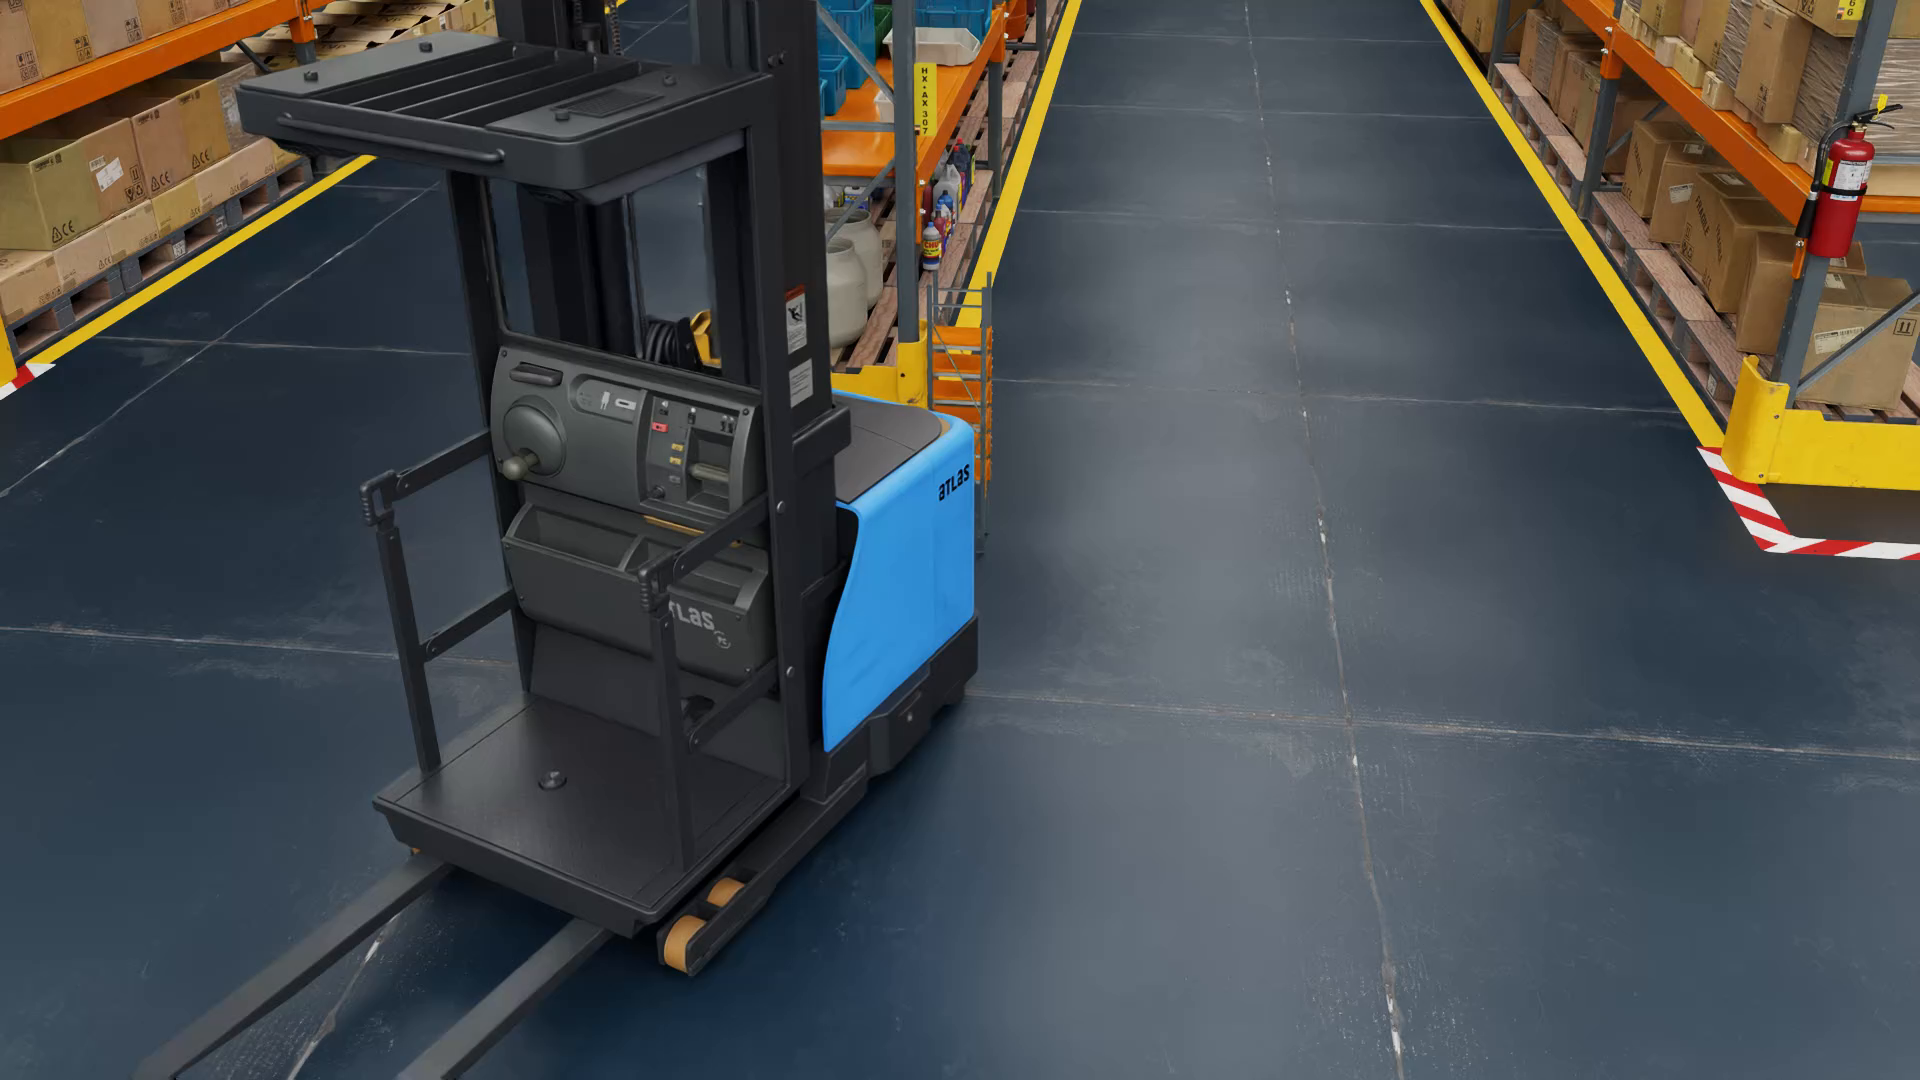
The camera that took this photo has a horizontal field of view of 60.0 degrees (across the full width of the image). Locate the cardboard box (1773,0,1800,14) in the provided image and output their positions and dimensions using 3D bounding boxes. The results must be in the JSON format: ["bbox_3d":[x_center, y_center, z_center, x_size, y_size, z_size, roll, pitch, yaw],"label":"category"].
[{"bbox_3d":[4.093,-2.725,7.672,0.500,0.500,0.500,3,28,6],"label":"cardboard box"}]

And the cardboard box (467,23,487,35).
[{"bbox_3d":[-4.518,-4.414,14.737,0.500,0.250,0.500,3,28,6],"label":"cardboard box"}]

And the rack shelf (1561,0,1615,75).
[{"bbox_3d":[4.950,-4.109,12.472,1.077,0.370,4.000,3,28,6],"label":"rack shelf"}]

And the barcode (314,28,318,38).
[{"bbox_3d":[-4.681,-3.673,12.065,0.001,0.075,0.075,3,28,6],"label":"barcode"}]

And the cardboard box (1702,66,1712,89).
[{"bbox_3d":[4.224,-2.462,8.923,0.380,0.149,0.250,3,28,6],"label":"cardboard box"}]

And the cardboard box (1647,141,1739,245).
[{"bbox_3d":[4.554,-2.112,10.201,0.500,0.500,0.500,13,31,22],"label":"cardboard box"}]

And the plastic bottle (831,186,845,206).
[{"bbox_3d":[-0.796,-2.154,10.415,0.144,0.351,0.185,3,28,6],"label":"plastic bottle"}]

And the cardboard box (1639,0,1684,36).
[{"bbox_3d":[4.493,-3.217,9.640,0.875,0.500,0.500,3,28,6],"label":"cardboard box"}]

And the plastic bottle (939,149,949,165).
[{"bbox_3d":[-0.146,-2.488,11.034,0.144,0.351,0.185,3,28,6],"label":"plastic bottle"}]

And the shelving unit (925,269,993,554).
[{"bbox_3d":[-0.002,-0.521,6.953,0.258,1.200,0.189,3,28,6],"label":"shelving unit"}]

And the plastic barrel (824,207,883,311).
[{"bbox_3d":[-0.634,-1.529,9.105,0.421,0.512,0.421,0,28,0],"label":"plastic barrel"}]

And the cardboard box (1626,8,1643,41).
[{"bbox_3d":[4.337,-3.173,10.241,0.380,0.149,0.250,3,28,6],"label":"cardboard box"}]

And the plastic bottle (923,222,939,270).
[{"bbox_3d":[-0.169,-1.717,9.687,0.097,0.271,0.097,0,28,0],"label":"plastic bottle"}]

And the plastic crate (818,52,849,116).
[{"bbox_3d":[-0.851,-2.382,8.665,0.499,0.251,0.408,3,28,6],"label":"plastic crate"}]

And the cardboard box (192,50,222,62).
[{"bbox_3d":[-5.493,-3.166,11.629,0.500,0.500,0.500,3,28,6],"label":"cardboard box"}]

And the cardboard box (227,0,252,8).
[{"bbox_3d":[-5.174,-3.896,11.214,0.700,0.500,0.500,3,28,5],"label":"cardboard box"}]

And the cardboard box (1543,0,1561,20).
[{"bbox_3d":[5.143,-4.473,13.771,0.500,0.250,0.500,4,29,8],"label":"cardboard box"}]

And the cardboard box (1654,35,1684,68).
[{"bbox_3d":[4.241,-2.820,9.586,0.380,0.149,0.250,3,28,6],"label":"cardboard box"}]

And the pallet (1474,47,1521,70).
[{"bbox_3d":[5.367,-4.506,15.391,1.003,0.211,1.213,3,28,6],"label":"pallet"}]

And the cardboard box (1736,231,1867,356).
[{"bbox_3d":[4.348,-1.262,8.622,0.500,0.500,0.500,11,30,19],"label":"cardboard box"}]

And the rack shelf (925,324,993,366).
[{"bbox_3d":[-0.002,-0.799,6.803,0.258,0.103,0.180,3,28,6],"label":"rack shelf"}]

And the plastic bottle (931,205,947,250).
[{"bbox_3d":[-0.127,-1.878,9.986,0.097,0.271,0.097,0,28,0],"label":"plastic bottle"}]

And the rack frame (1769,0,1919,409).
[{"bbox_3d":[4.215,-1.601,7.059,1.000,3.000,0.127,3,28,6],"label":"rack frame"}]

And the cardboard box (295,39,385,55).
[{"bbox_3d":[-4.761,-3.698,12.816,0.500,0.311,0.500,3,28,6],"label":"cardboard box"}]

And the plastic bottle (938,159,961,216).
[{"bbox_3d":[-0.066,-2.237,10.568,0.144,0.351,0.185,3,28,6],"label":"plastic bottle"}]

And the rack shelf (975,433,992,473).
[{"bbox_3d":[-0.002,-0.377,7.031,0.258,0.103,0.180,3,28,6],"label":"rack shelf"}]

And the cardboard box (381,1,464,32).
[{"bbox_3d":[-4.577,-4.422,14.161,0.500,0.311,0.500,3,28,6],"label":"cardboard box"}]

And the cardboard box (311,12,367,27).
[{"bbox_3d":[-5.175,-4.206,13.760,0.500,0.311,0.500,3,28,6],"label":"cardboard box"}]

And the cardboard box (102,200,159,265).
[{"bbox_3d":[-5.210,-1.863,10.002,0.500,0.250,0.500,3,28,6],"label":"cardboard box"}]

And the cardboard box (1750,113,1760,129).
[{"bbox_3d":[4.174,-2.107,8.263,0.380,0.149,0.250,3,28,6],"label":"cardboard box"}]

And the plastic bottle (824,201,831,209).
[{"bbox_3d":[-0.852,-1.890,10.004,0.152,0.276,0.135,4,29,7],"label":"plastic bottle"}]

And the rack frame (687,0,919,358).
[{"bbox_3d":[-0.700,-1.889,7.593,1.000,3.000,0.127,3,28,6],"label":"rack frame"}]

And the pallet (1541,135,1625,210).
[{"bbox_3d":[4.799,-2.623,11.896,1.003,0.211,1.213,3,28,6],"label":"pallet"}]

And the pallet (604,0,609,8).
[{"bbox_3d":[-4.355,-5.638,17.493,1.003,0.211,1.213,3,28,6],"label":"pallet"}]

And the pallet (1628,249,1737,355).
[{"bbox_3d":[4.511,-1.362,9.556,1.003,0.211,1.213,3,28,6],"label":"pallet"}]

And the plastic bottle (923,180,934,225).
[{"bbox_3d":[-0.196,-2.137,10.454,0.061,0.283,0.133,3,28,6],"label":"plastic bottle"}]

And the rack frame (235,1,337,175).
[{"bbox_3d":[-5.126,-4.061,11.626,1.000,3.000,0.127,3,28,6],"label":"rack frame"}]

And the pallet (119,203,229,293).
[{"bbox_3d":[-5.412,-1.886,10.528,1.003,0.211,1.213,3,28,6],"label":"pallet"}]

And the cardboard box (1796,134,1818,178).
[{"bbox_3d":[4.077,-1.754,7.608,0.380,0.149,0.250,3,28,6],"label":"cardboard box"}]

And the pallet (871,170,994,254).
[{"bbox_3d":[-0.334,-2.230,11.167,1.003,0.211,1.213,3,28,6],"label":"pallet"}]

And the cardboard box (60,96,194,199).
[{"bbox_3d":[-5.143,-2.428,10.260,0.500,0.500,0.500,3,28,6],"label":"cardboard box"}]

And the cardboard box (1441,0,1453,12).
[{"bbox_3d":[5.518,-5.776,16.606,1.225,0.875,0.875,2,28,4],"label":"cardboard box"}]

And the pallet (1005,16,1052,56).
[{"bbox_3d":[0.335,-4.800,15.938,1.003,0.211,1.213,3,28,6],"label":"pallet"}]

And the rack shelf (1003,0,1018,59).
[{"bbox_3d":[0.035,-4.396,13.006,1.077,0.370,4.000,3,28,6],"label":"rack shelf"}]

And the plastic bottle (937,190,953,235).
[{"bbox_3d":[-0.090,-2.020,10.250,0.097,0.271,0.097,0,28,0],"label":"plastic bottle"}]

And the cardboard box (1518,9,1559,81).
[{"bbox_3d":[5.133,-4.143,13.950,0.700,0.500,0.500,2,28,4],"label":"cardboard box"}]

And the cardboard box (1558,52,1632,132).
[{"bbox_3d":[4.947,-3.352,12.480,0.700,0.500,0.500,1,28,2],"label":"cardboard box"}]

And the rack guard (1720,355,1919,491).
[{"bbox_3d":[4.225,-0.536,7.718,1.175,0.500,0.348,3,28,6],"label":"rack guard"}]

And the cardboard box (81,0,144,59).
[{"bbox_3d":[-5.359,-3.170,9.867,0.700,0.500,0.500,4,29,8],"label":"cardboard box"}]

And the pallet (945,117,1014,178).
[{"bbox_3d":[-0.153,-2.916,12.440,1.003,0.211,1.213,3,28,6],"label":"pallet"}]

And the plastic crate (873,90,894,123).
[{"bbox_3d":[-0.271,-2.175,8.403,0.298,0.136,0.250,3,28,6],"label":"plastic crate"}]

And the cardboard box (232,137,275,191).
[{"bbox_3d":[-5.037,-2.570,11.314,0.500,0.250,0.500,3,28,6],"label":"cardboard box"}]

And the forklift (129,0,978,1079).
[{"bbox_3d":[-1.089,-0.264,4.650,1.130,2.935,3.031,15,32,25],"label":"forklift"}]

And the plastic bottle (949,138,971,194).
[{"bbox_3d":[-0.003,-2.479,11.018,0.144,0.351,0.185,3,28,5],"label":"plastic bottle"}]

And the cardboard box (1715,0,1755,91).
[{"bbox_3d":[4.356,-2.508,8.324,0.875,0.500,0.500,3,28,6],"label":"cardboard box"}]

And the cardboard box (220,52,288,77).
[{"bbox_3d":[-5.361,-3.490,12.430,0.500,0.311,0.500,3,28,6],"label":"cardboard box"}]

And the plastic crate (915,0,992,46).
[{"bbox_3d":[-0.076,-3.169,10.127,0.499,0.251,0.616,3,28,6],"label":"plastic crate"}]
